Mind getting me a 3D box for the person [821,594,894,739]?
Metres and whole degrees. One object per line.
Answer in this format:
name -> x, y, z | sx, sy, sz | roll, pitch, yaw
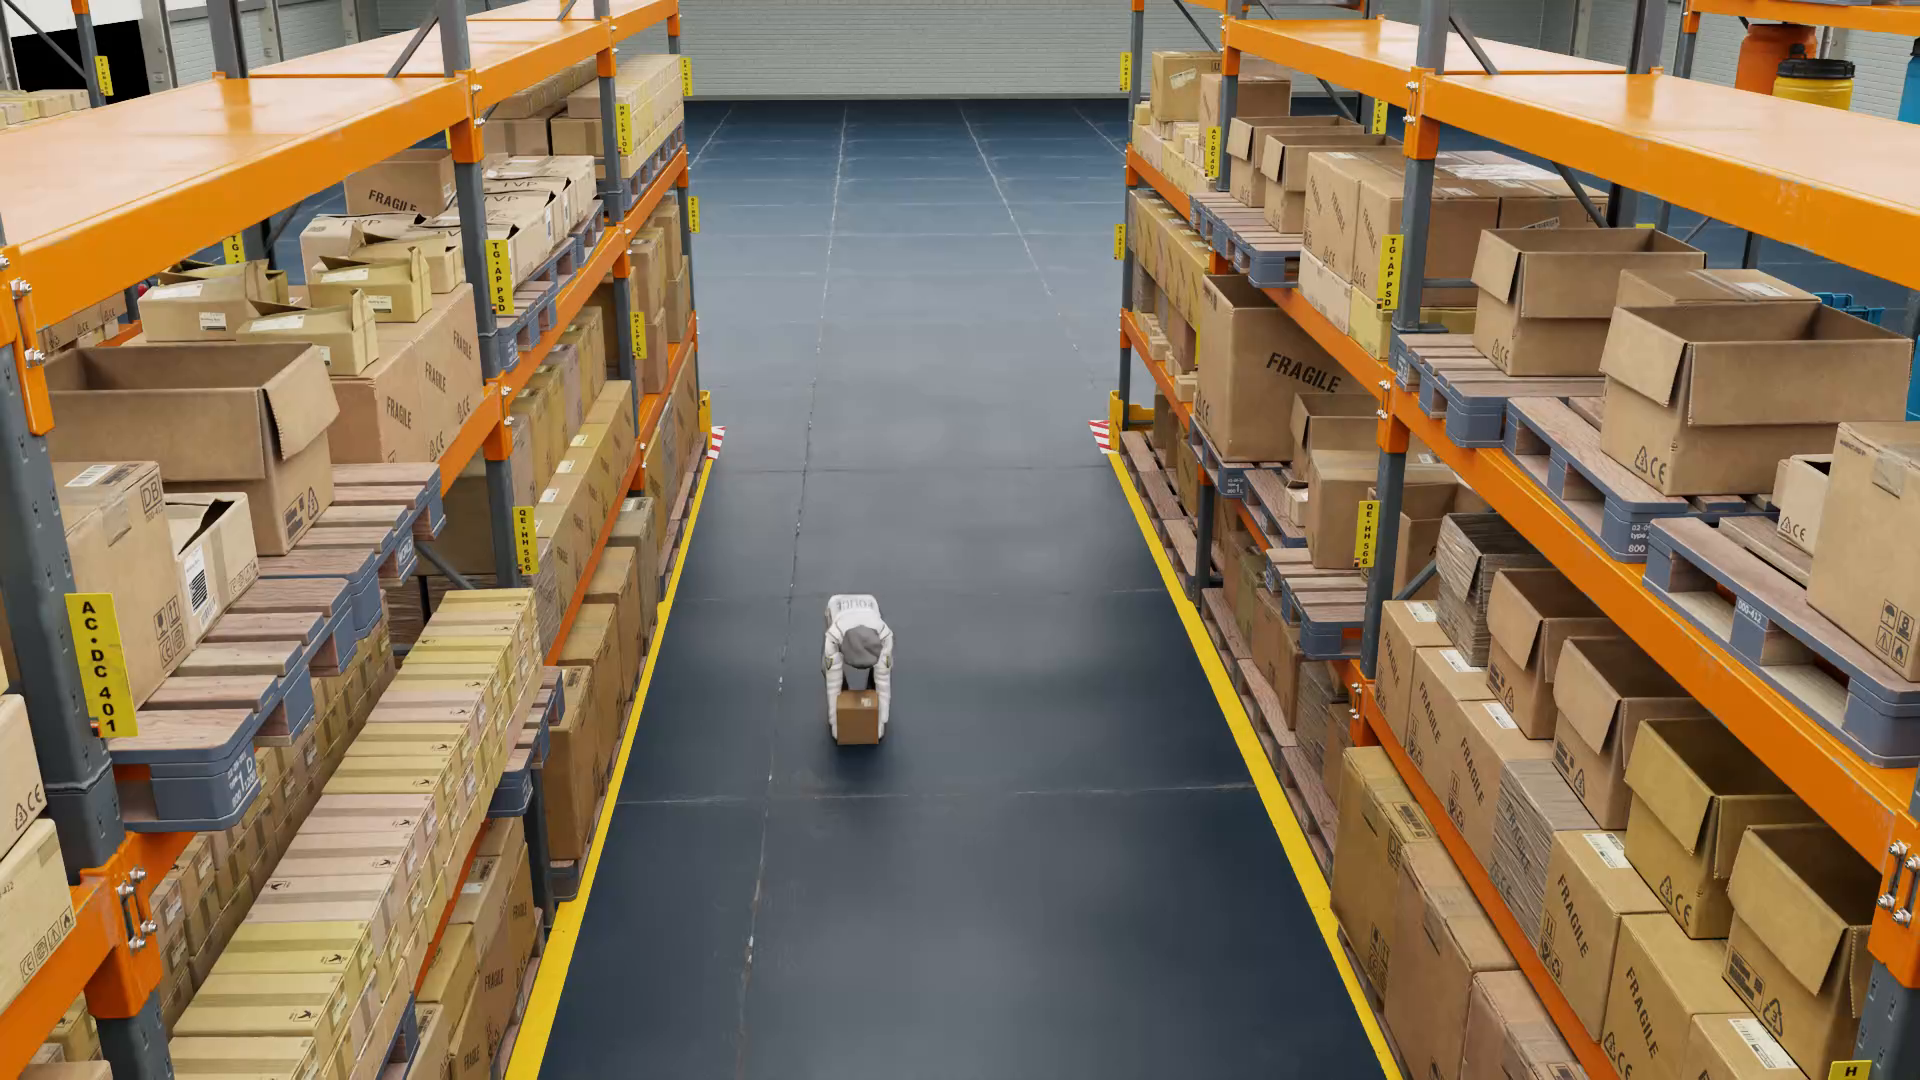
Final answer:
person -> -0.642, 0.757, 10.388 | 0.455, 0.761, 0.915 | -2, 21, -4
